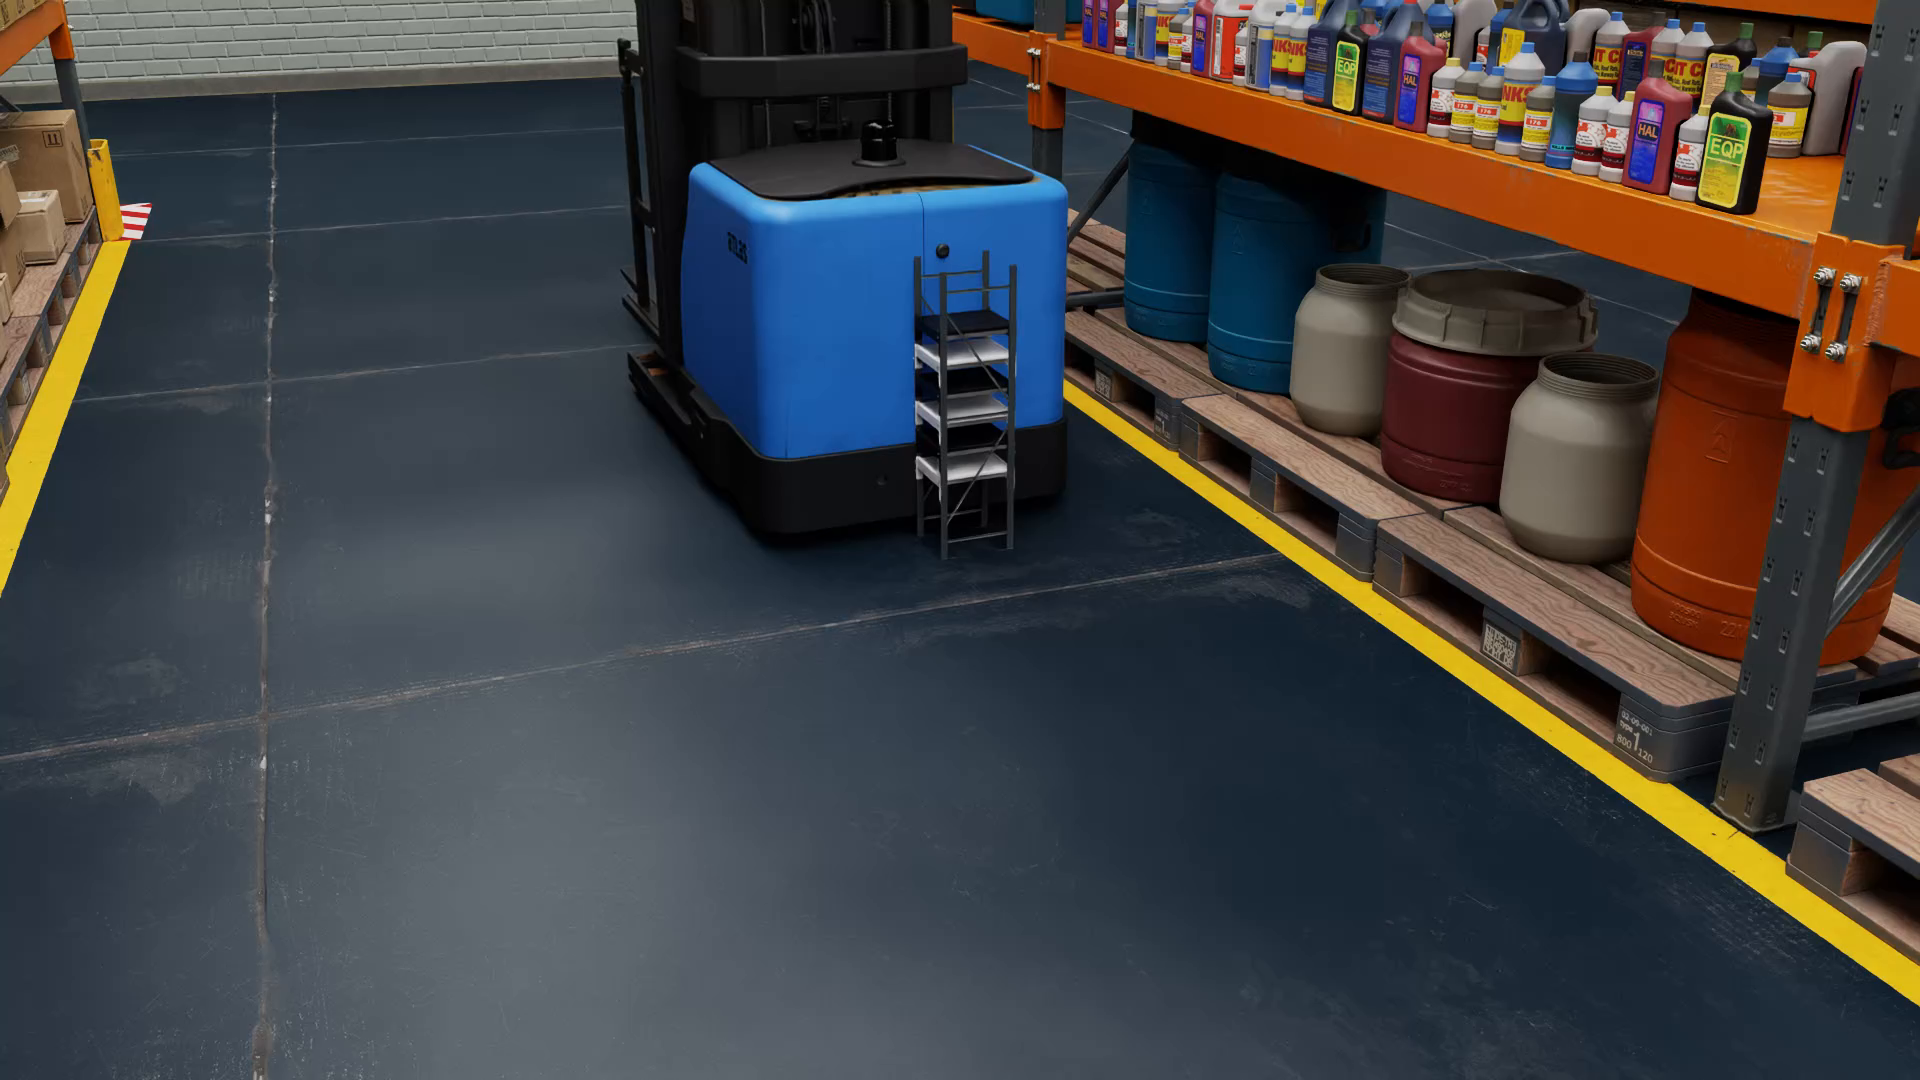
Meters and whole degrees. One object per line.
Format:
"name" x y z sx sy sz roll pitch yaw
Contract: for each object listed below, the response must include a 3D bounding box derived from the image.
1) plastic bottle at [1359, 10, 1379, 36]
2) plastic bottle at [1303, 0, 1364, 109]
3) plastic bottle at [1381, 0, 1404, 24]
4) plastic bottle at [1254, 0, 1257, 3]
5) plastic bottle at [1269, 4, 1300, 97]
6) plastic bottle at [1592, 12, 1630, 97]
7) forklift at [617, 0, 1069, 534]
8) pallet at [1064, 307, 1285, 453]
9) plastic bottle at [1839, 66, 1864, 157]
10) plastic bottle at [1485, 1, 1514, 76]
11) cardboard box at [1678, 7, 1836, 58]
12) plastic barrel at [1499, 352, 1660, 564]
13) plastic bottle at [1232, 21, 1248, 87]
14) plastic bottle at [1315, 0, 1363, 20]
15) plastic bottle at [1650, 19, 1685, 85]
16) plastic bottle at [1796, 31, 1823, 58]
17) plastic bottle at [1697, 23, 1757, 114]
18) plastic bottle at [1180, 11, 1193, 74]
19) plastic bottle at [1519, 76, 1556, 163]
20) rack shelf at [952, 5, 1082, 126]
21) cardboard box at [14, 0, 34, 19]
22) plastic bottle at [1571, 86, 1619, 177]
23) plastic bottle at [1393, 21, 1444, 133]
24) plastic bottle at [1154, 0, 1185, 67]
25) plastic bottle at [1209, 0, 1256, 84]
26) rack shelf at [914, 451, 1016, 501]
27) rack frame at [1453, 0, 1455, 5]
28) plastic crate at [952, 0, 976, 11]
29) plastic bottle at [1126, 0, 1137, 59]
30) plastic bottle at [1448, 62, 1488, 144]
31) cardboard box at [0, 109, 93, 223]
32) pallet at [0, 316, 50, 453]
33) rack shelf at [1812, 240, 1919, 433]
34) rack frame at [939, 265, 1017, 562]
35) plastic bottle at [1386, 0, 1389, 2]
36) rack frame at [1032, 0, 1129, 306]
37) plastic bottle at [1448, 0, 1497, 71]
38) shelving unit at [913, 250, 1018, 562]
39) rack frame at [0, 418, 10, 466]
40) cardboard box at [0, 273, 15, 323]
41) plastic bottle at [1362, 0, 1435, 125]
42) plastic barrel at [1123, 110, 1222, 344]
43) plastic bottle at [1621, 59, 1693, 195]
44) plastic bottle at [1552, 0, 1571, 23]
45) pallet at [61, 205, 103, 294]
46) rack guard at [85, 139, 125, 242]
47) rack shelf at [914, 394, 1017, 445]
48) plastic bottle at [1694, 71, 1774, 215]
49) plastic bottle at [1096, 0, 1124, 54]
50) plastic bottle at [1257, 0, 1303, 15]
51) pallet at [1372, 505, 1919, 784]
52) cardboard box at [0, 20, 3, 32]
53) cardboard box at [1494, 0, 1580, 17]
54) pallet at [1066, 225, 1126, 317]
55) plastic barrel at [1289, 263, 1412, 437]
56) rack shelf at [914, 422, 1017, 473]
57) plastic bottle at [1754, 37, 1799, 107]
"plastic bottle" 1.198 -1.387 4.830 0.061 0.283 0.133 -8 24 -19
"plastic bottle" 1.124 -1.474 4.948 0.144 0.351 0.185 -8 24 -19
"plastic bottle" 1.473 -1.720 5.634 0.097 0.271 0.097 0 23 0
"plastic bottle" 1.118 -2.053 6.514 0.097 0.201 0.097 0 23 0
"plastic bottle" 1.018 -1.520 5.161 0.097 0.271 0.097 0 23 0
"plastic bottle" 1.926 -1.421 4.926 0.097 0.271 0.097 0 23 0
"forklift" -0.675 -1.912 6.013 1.130 2.935 3.031 -9 24 -20
"pallet" 1.020 -0.696 6.629 1.003 0.211 1.213 -8 24 -19
"plastic bottle" 2.276 -1.087 4.117 0.061 0.283 0.133 -8 24 -19
"plastic bottle" 1.721 -1.564 5.265 0.097 0.271 0.097 0 23 0
"cardboard box" 4.944 -2.739 10.081 0.875 0.875 0.875 -8 24 -19
"plastic barrel" 1.728 -0.229 4.593 0.421 0.512 0.421 0 23 0
"plastic bottle" 0.936 -1.573 5.375 0.097 0.201 0.097 0 23 0
"plastic bottle" 1.348 -1.868 5.884 0.144 0.351 0.185 -8 24 -19
"plastic bottle" 2.007 -1.337 4.727 0.097 0.271 0.097 0 23 0
"plastic bottle" 2.181 -1.184 4.348 0.061 0.283 0.133 -8 24 -19
"plastic bottle" 2.099 -1.268 4.547 0.061 0.283 0.133 -8 24 -19
"plastic bottle" 0.807 -1.705 5.690 0.097 0.201 0.097 0 23 0
"plastic bottle" 1.449 -1.045 4.122 0.097 0.201 0.097 0 23 0
"rack shelf" 0.080 -2.662 8.630 1.077 0.370 4.000 -8 24 -19
"cardboard box" -4.491 -2.593 7.410 0.500 0.500 0.500 -8 24 -19
"plastic bottle" 1.518 -0.974 3.955 0.097 0.201 0.097 0 23 0
"plastic bottle" 1.254 -1.263 4.536 0.061 0.283 0.133 -8 24 -19
"plastic bottle" 0.738 -1.808 5.844 0.097 0.271 0.097 0 23 0
"plastic bottle" 0.921 -1.653 5.469 0.152 0.276 0.135 -8 24 -19
"rack shelf" 0.015 -0.207 5.132 0.258 0.077 0.200 -9 24 -20
"rack frame" 4.007 -4.400 11.827 1.000 3.000 0.127 -8 24 -19
"plastic crate" 0.140 -2.538 7.685 0.437 0.125 0.590 -8 24 -19
"plastic bottle" 0.656 -1.893 6.044 0.097 0.271 0.097 0 23 0
"plastic bottle" 1.346 -1.151 4.374 0.097 0.201 0.097 0 23 0
"cardboard box" -4.839 -1.929 8.617 0.500 0.500 0.500 -8 24 -19
"pallet" -4.091 -0.553 6.291 1.003 0.211 1.213 -8 24 -19
"rack shelf" 2.906 0.245 1.733 1.077 0.370 4.000 -8 24 -19
"rack frame" 0.053 -0.367 4.962 0.240 0.900 0.006 -9 24 -20
"plastic bottle" 1.535 -1.795 5.806 0.152 0.276 0.135 -8 24 -19
"rack frame" 0.786 -2.267 6.766 1.000 3.000 0.127 -8 24 -19
"plastic bottle" 1.665 -1.662 5.490 0.152 0.276 0.135 -8 24 -19
"shelving unit" 0.015 -0.403 5.049 0.258 0.900 0.210 -9 24 -20
"rack frame" -3.849 -1.589 5.157 1.000 3.000 0.127 -8 24 -19
"cardboard box" -4.110 -0.981 6.797 0.380 0.166 0.250 -8 24 -19
"plastic bottle" 1.236 -1.358 4.673 0.144 0.351 0.185 -8 24 -19
"plastic barrel" 0.963 -1.293 6.618 0.600 0.901 0.708 -8 24 -19
"plastic bottle" 1.576 -0.932 3.749 0.061 0.283 0.133 -8 24 -19
"plastic bottle" 1.806 -1.555 5.140 0.144 0.351 0.185 -8 24 -19
"pallet" -4.953 -1.440 8.394 1.003 0.211 1.213 -8 24 -19
"rack guard" -5.235 -1.862 9.025 1.175 0.500 0.348 -8 24 -19
"rack shelf" 0.015 -0.373 5.062 0.258 0.077 0.200 -9 24 -20
"plastic bottle" 1.657 -0.848 3.550 0.061 0.283 0.133 -8 24 -19
"plastic bottle" 0.564 -1.973 6.219 0.061 0.283 0.133 -8 24 -19
"plastic bottle" 1.063 -1.674 5.519 0.152 0.276 0.135 -8 24 -19
"pallet" 1.882 0.191 4.526 1.003 0.211 1.213 -8 24 -19
"cardboard box" -4.133 -2.225 6.538 0.500 0.500 0.500 -8 24 -19
"cardboard box" 4.308 -3.393 11.632 0.875 0.875 0.875 -8 24 -19
"pallet" 0.490 -1.244 7.929 1.003 0.211 1.213 -8 24 -19
"plastic barrel" 1.329 -0.639 5.567 0.421 0.512 0.421 0 23 0
"rack shelf" 0.015 -0.290 5.097 0.258 0.077 0.200 -9 24 -20
"plastic bottle" 2.113 -1.161 4.309 0.097 0.271 0.097 0 23 0
